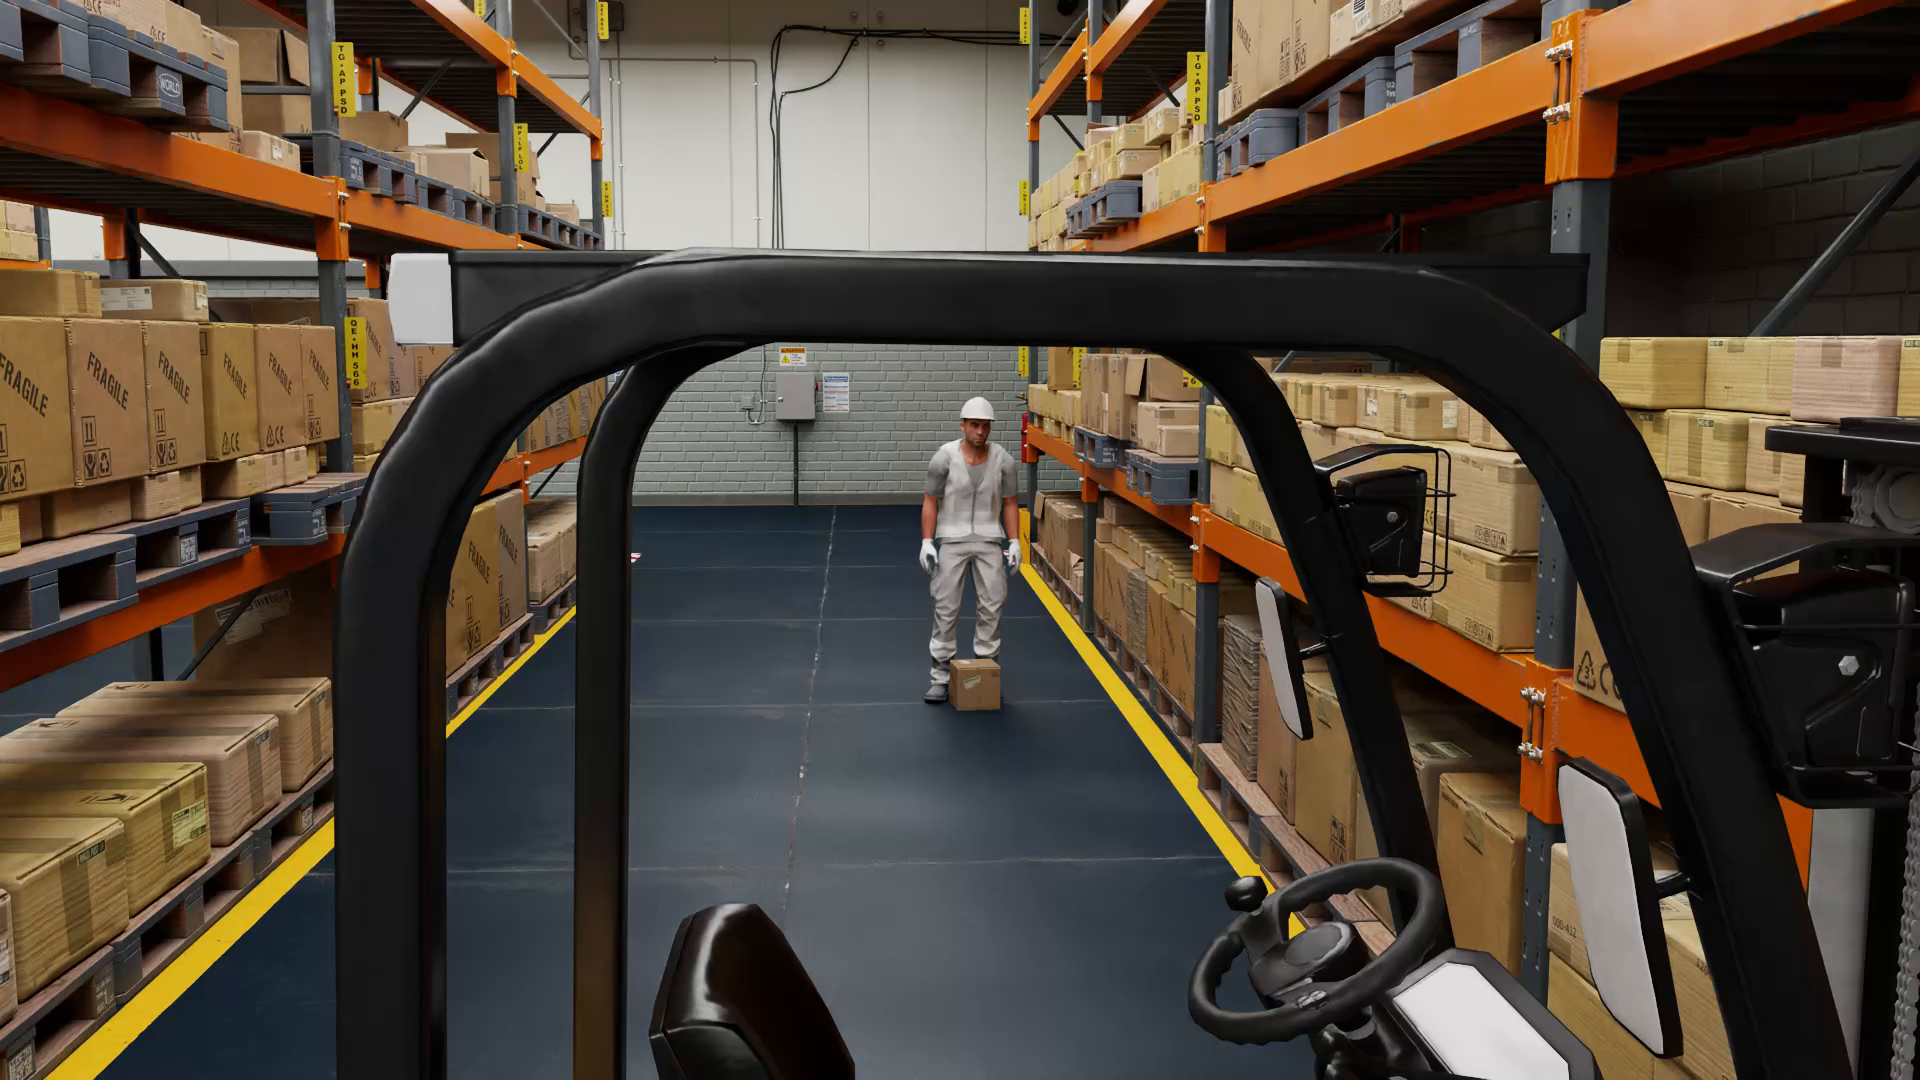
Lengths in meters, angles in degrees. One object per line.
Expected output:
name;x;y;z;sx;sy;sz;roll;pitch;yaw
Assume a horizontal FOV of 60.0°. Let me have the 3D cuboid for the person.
person;0.067;0.052;9.743;0.617;1.778;0.453;-1;7;-8
